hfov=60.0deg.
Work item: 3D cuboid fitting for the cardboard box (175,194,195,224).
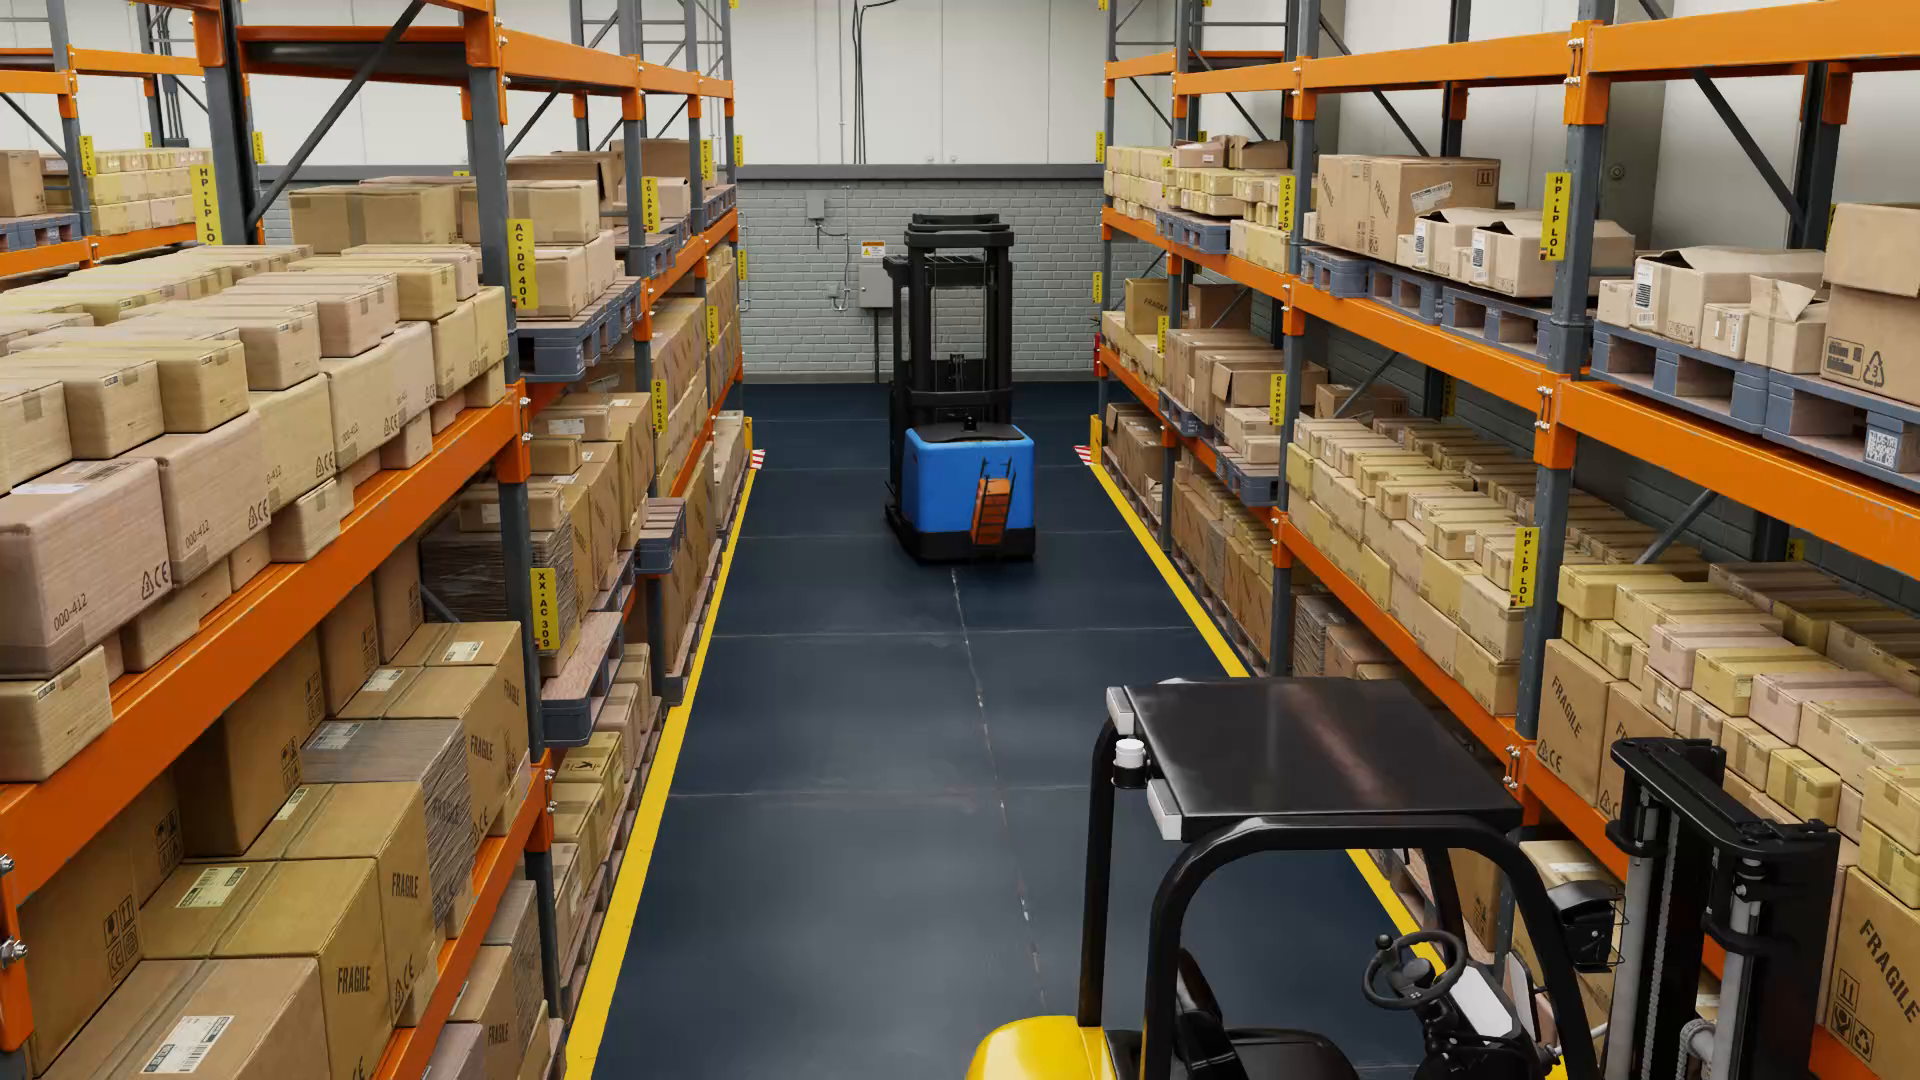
[{"bbox_3d":[-7.431,-3.074,15.458,0.500,0.250,0.500,0,14,-1],"label":"cardboard box"}]

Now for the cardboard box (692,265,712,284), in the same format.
[{"bbox_3d":[-2.455,-2.410,15.089,0.380,0.149,0.250,-1,14,-4],"label":"cardboard box"}]

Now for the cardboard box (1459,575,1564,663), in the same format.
[{"bbox_3d":[2.514,0.333,7.235,0.500,0.250,0.500,-1,14,-5],"label":"cardboard box"}]

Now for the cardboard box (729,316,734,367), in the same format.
[{"bbox_3d":[-2.546,-1.966,16.672,0.500,0.500,0.500,0,14,-2],"label":"cardboard box"}]

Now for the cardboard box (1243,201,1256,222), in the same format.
[{"bbox_3d":[2.236,-2.352,11.854,0.380,0.149,0.250,0,14,-2],"label":"cardboard box"}]

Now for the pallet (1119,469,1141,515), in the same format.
[{"bbox_3d":[2.184,-0.494,16.745,1.003,0.211,1.213,-1,14,-3],"label":"pallet"}]

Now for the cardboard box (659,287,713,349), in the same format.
[{"bbox_3d":[-2.438,-1.947,14.588,0.500,0.500,0.500,-1,14,-3],"label":"cardboard box"}]

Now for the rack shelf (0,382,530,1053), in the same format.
[{"bbox_3d":[-2.031,0.091,4.300,1.077,0.370,4.000,-1,14,-3],"label":"rack shelf"}]

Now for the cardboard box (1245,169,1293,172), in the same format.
[{"bbox_3d":[2.501,-2.898,13.336,0.380,0.149,0.250,-1,14,-5],"label":"cardboard box"}]

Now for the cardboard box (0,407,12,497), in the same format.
[{"bbox_3d":[-1.725,-0.116,2.565,0.380,0.149,0.250,-1,14,-4],"label":"cardboard box"}]

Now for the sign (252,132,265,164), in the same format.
[{"bbox_3d":[-7.277,-4.070,17.252,0.100,0.325,0.005,-1,14,-3],"label":"sign"}]

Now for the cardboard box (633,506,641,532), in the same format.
[{"bbox_3d":[-1.990,-0.110,9.321,0.380,0.149,0.250,-2,15,-6],"label":"cardboard box"}]

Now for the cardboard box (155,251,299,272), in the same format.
[{"bbox_3d":[-2.416,-0.872,5.502,0.380,0.149,0.250,0,14,-2],"label":"cardboard box"}]

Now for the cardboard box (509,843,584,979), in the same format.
[{"bbox_3d":[-2.189,1.637,7.300,0.950,0.372,0.625,-1,14,-3],"label":"cardboard box"}]

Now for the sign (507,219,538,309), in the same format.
[{"bbox_3d":[-1.613,-1.015,6.120,0.100,0.325,0.005,-1,14,-3],"label":"sign"}]

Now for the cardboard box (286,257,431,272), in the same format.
[{"bbox_3d":[-1.898,-0.814,5.279,0.380,0.149,0.250,-1,14,-2],"label":"cardboard box"}]

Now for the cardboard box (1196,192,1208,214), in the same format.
[{"bbox_3d":[1.998,-2.554,12.599,0.380,0.149,0.250,-1,14,-2],"label":"cardboard box"}]

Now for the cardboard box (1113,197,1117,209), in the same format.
[{"bbox_3d":[1.844,-3.612,17.754,0.380,0.149,0.250,-1,14,-2],"label":"cardboard box"}]

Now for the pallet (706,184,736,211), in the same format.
[{"bbox_3d":[-2.842,-3.512,17.038,1.003,0.211,1.213,-1,14,-3],"label":"pallet"}]

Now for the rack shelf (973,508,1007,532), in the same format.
[{"bbox_3d":[0.247,-0.173,13.864,0.258,0.103,0.180,-3,49,-11],"label":"rack shelf"}]

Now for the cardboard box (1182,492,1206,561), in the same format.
[{"bbox_3d":[2.152,-0.106,13.816,0.500,0.500,0.500,-1,14,-4],"label":"cardboard box"}]

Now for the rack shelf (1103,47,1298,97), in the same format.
[{"bbox_3d":[2.180,-4.422,15.828,1.077,0.370,4.000,-1,14,-3],"label":"rack shelf"}]

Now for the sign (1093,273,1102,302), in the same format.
[{"bbox_3d":[1.514,-2.775,18.278,0.100,0.325,0.005,-1,14,-3],"label":"sign"}]

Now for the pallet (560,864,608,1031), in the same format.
[{"bbox_3d":[-2.204,1.855,7.618,1.003,0.211,1.213,-1,14,-3],"label":"pallet"}]

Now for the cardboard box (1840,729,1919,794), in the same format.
[{"bbox_3d":[2.714,0.641,4.638,0.380,0.149,0.250,-1,14,-3],"label":"cardboard box"}]

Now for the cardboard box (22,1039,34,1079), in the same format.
[{"bbox_3d":[-2.156,0.892,2.958,0.700,0.500,0.500,-1,14,-5],"label":"cardboard box"}]

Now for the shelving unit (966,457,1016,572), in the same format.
[{"bbox_3d":[0.252,-0.203,13.831,0.258,1.200,0.189,-3,49,-11],"label":"shelving unit"}]

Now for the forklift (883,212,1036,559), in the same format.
[{"bbox_3d":[-0.112,-1.573,15.480,1.130,2.935,3.031,-3,15,-10],"label":"forklift"}]

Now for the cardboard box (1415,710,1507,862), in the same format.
[{"bbox_3d":[2.716,1.244,8.317,0.875,0.625,0.625,-1,14,-4],"label":"cardboard box"}]

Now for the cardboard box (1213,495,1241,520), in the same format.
[{"bbox_3d":[2.204,-0.259,13.109,0.380,0.149,0.250,0,14,-1],"label":"cardboard box"}]

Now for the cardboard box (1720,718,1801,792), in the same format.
[{"bbox_3d":[2.607,0.660,5.163,0.380,0.149,0.250,-1,14,-5],"label":"cardboard box"}]

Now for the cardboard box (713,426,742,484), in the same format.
[{"bbox_3d":[-2.692,-0.859,16.868,0.875,0.438,0.875,0,14,-2],"label":"cardboard box"}]

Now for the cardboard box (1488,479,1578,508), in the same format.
[{"bbox_3d":[2.944,-0.213,8.555,0.380,0.149,0.250,-1,14,-3],"label":"cardboard box"}]

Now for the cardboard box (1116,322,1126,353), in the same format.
[{"bbox_3d":[1.881,-2.067,16.968,0.500,0.250,0.500,-1,14,-4],"label":"cardboard box"}]

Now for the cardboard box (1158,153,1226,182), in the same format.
[{"bbox_3d":[2.032,-3.257,14.571,0.500,0.250,0.500,-1,14,-3],"label":"cardboard box"}]

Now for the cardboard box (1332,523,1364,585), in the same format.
[{"bbox_3d":[2.400,0.065,9.277,0.500,0.250,0.500,-1,14,-5],"label":"cardboard box"}]

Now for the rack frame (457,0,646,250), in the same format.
[{"bbox_3d":[-2.402,-3.202,9.637,1.000,3.000,0.127,-1,14,-3],"label":"rack frame"}]

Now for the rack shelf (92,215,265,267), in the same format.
[{"bbox_3d":[-7.708,-2.792,15.505,1.077,0.370,4.000,-1,14,-3],"label":"rack shelf"}]

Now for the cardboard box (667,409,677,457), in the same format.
[{"bbox_3d":[-2.218,-0.725,11.345,0.500,0.250,0.500,-1,14,-2],"label":"cardboard box"}]

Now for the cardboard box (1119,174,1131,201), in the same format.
[{"bbox_3d":[1.882,-3.520,16.595,0.500,0.250,0.500,-1,14,-5],"label":"cardboard box"}]

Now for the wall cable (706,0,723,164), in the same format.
[{"bbox_3d":[-3.532,-6.602,22.851,0.463,3.000,0.029,-1,14,-3],"label":"wall cable"}]

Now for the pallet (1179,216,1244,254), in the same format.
[{"bbox_3d":[2.341,-2.310,12.565,1.213,0.211,1.003,-1,14,-3],"label":"pallet"}]

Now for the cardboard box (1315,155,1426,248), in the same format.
[{"bbox_3d":[2.353,-1.943,9.520,0.500,0.500,0.500,-1,14,-3],"label":"cardboard box"}]

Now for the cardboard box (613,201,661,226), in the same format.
[{"bbox_3d":[-2.383,-2.367,12.035,0.380,0.166,0.250,0,14,1],"label":"cardboard box"}]

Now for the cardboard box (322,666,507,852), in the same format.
[{"bbox_3d":[-1.840,0.740,5.557,0.500,0.500,0.500,0,14,-2],"label":"cardboard box"}]

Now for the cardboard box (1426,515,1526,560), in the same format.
[{"bbox_3d":[2.411,-0.013,7.777,0.380,0.149,0.250,-1,14,-5],"label":"cardboard box"}]

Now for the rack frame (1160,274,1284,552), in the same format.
[{"bbox_3d":[2.304,-1.369,14.552,1.000,3.000,0.127,-1,14,-3],"label":"rack frame"}]

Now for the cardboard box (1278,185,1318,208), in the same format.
[{"bbox_3d":[2.235,-2.173,10.558,0.380,0.149,0.250,0,14,-2],"label":"cardboard box"}]

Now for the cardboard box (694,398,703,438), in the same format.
[{"bbox_3d":[-2.340,-0.985,13.358,0.500,0.250,0.500,-1,14,-4],"label":"cardboard box"}]

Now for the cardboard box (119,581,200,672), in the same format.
[{"bbox_3d":[-1.691,0.144,3.156,0.380,0.149,0.250,0,14,-2],"label":"cardboard box"}]

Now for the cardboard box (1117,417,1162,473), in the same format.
[{"bbox_3d":[2.013,-0.990,17.252,0.700,0.500,0.500,0,14,-1],"label":"cardboard box"}]

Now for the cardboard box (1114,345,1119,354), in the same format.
[{"bbox_3d":[1.864,-2.094,17.872,0.380,0.149,0.250,-1,14,-2],"label":"cardboard box"}]

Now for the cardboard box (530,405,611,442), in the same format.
[{"bbox_3d":[-2.019,-0.604,8.637,0.380,0.149,0.250,-2,15,-6],"label":"cardboard box"}]

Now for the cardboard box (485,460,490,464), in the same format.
[{"bbox_3d":[-2.503,-0.191,8.333,0.500,0.500,0.500,-1,14,-6],"label":"cardboard box"}]
